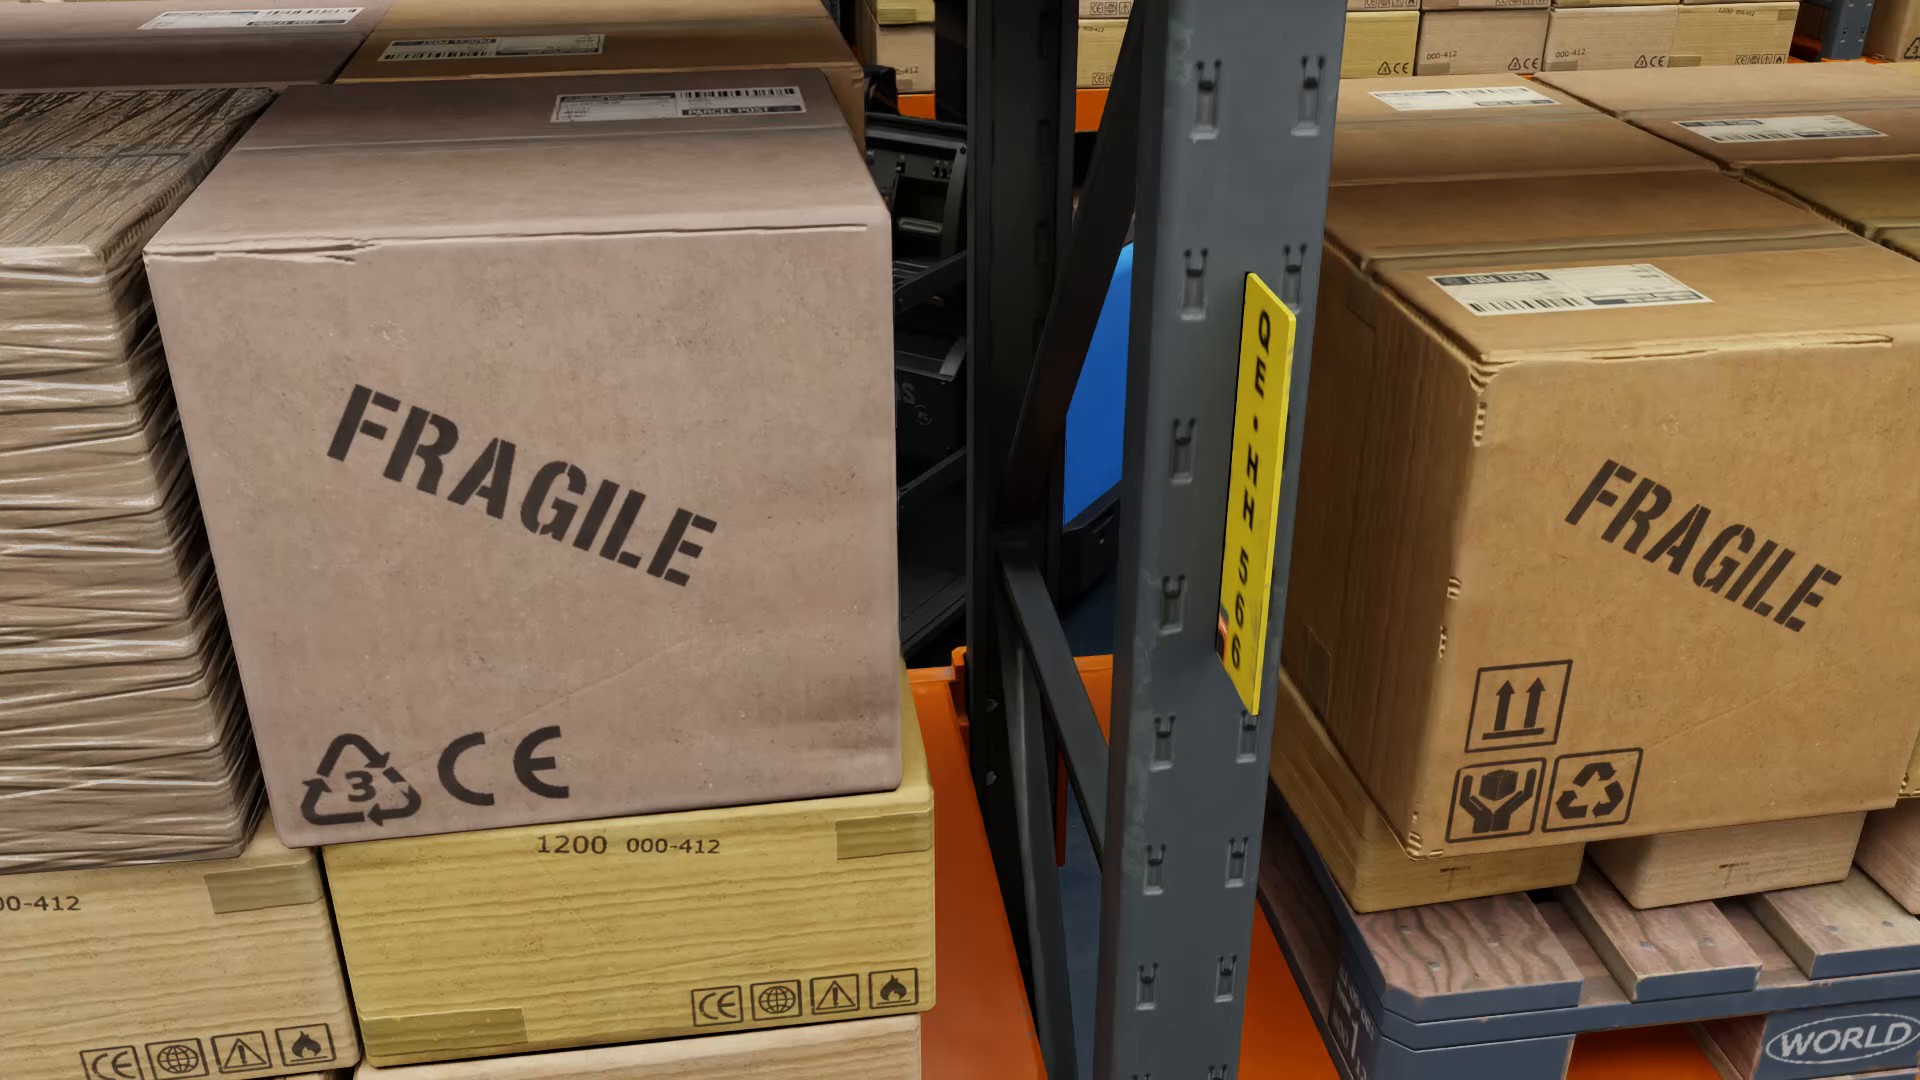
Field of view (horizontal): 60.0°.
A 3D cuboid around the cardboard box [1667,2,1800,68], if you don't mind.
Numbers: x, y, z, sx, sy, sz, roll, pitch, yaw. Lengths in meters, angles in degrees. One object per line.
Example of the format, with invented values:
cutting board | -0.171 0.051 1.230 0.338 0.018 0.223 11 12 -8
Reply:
cardboard box | 2.943 -2.046 6.617 0.500 0.250 0.500 -3 27 -6

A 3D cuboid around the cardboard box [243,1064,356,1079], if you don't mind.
cardboard box | -0.828 0.490 1.673 0.500 0.250 0.500 -3 27 -6

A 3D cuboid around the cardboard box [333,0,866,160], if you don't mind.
cardboard box | -0.382 -0.334 1.910 0.500 0.500 0.500 -5 28 -9

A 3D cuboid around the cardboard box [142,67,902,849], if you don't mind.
cardboard box | -0.335 -0.104 1.461 0.500 0.500 0.500 -4 27 -9

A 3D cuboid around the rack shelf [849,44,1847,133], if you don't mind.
rack shelf | 1.425 -1.816 6.792 4.000 0.370 1.077 -4 27 -7

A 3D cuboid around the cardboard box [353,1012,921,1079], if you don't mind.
cardboard box | -0.325 0.451 1.750 0.500 0.250 0.500 -5 28 -9

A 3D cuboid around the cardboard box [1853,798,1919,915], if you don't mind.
cardboard box | 1.050 0.224 1.844 0.250 0.149 0.380 -5 28 -10

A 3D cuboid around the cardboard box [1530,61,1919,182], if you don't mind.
cardboard box | 1.062 -0.322 2.195 0.500 0.500 0.500 -4 27 -8

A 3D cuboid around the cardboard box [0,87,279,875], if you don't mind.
cardboard box | -0.842 -0.067 1.391 0.500 0.500 0.500 -3 27 -6

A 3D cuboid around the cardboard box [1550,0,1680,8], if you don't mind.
cardboard box | 2.447 -2.236 6.439 0.500 0.250 0.500 -4 27 -8

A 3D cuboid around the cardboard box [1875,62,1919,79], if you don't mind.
cardboard box | 1.562 -0.354 2.259 0.500 0.500 0.500 -6 28 -11

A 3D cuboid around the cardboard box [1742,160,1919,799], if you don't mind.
cardboard box | 1.133 -0.089 1.743 0.500 0.500 0.500 -2 27 -4

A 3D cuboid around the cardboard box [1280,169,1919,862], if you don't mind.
cardboard box | 0.618 -0.053 1.672 0.500 0.500 0.500 -4 27 -9

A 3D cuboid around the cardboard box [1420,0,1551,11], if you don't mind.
cardboard box | 1.940 -2.207 6.381 0.500 0.250 0.500 -3 27 -6

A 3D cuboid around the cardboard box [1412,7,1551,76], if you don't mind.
cardboard box | 1.950 -1.994 6.515 0.500 0.250 0.500 -4 27 -7

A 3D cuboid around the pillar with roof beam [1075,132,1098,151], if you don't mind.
pillar with roof beam | 1.210 -3.222 2.173 0.400 9.000 9.100 -4 27 -7

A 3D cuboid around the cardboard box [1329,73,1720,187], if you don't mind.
cardboard box | 0.551 -0.284 2.122 0.500 0.500 0.500 -4 27 -9

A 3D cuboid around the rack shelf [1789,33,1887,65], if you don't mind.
rack shelf | 5.386 -2.071 7.288 4.000 0.370 1.077 -4 27 -7

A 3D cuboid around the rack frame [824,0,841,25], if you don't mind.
rack frame | -0.555 -2.009 6.380 0.127 3.000 1.000 -4 27 -7

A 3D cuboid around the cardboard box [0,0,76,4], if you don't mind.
cardboard box | -3.087 -1.797 5.653 0.258 0.266 0.396 -2 27 -5

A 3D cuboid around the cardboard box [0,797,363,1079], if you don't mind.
cardboard box | -0.811 0.259 1.576 0.500 0.250 0.500 -4 27 -8

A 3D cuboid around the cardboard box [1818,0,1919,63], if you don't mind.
cardboard box | 3.882 -2.218 6.678 0.500 0.500 0.500 -4 27 -9

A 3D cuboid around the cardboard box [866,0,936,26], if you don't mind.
cardboard box | -0.078 -2.071 6.118 0.500 0.250 0.500 -4 27 -7

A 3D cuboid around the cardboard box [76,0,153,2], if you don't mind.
cardboard box | -2.716 -1.999 5.790 0.500 0.500 0.700 -4 27 -7

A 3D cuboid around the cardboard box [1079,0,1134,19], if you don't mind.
cardboard box | 0.414 -2.114 6.201 0.500 0.250 0.500 -3 27 -5

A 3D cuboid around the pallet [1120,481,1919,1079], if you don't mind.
pallet | 0.831 0.226 2.233 1.003 0.211 1.213 -4 27 -7

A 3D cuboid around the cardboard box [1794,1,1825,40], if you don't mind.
cardboard box | 3.813 -2.459 7.147 0.500 0.500 0.500 -4 27 -7

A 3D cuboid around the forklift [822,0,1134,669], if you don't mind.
forklift | -0.487 -0.913 4.318 1.130 2.935 3.031 16 31 28

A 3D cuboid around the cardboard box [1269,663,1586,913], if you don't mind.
cardboard box | 0.488 0.223 1.845 0.250 0.149 0.380 -5 28 -10

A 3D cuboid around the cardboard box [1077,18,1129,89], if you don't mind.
cardboard box | 0.417 -1.890 6.312 0.500 0.250 0.500 -4 27 -8

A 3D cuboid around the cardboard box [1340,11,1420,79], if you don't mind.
cardboard box | 1.440 -1.958 6.444 0.500 0.250 0.500 -3 27 -5

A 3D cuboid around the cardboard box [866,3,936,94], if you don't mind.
cardboard box | -0.082 -1.860 6.254 0.500 0.250 0.500 -4 27 -7

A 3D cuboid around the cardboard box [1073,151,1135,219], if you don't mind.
cardboard box | 0.710 -1.218 6.979 0.625 0.625 0.875 -3 27 -5

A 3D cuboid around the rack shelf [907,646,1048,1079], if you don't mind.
rack shelf | -1.840 0.682 1.923 4.000 0.370 1.077 -4 27 -7

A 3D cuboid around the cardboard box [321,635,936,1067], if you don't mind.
cardboard box | -0.304 0.225 1.643 0.500 0.250 0.500 -4 27 -7

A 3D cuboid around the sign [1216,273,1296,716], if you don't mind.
sign | 0.221 -0.030 1.254 0.005 0.325 0.100 -4 27 -7

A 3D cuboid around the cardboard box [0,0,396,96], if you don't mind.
cardboard box | -0.872 -0.298 1.840 0.500 0.500 0.500 -4 27 -7

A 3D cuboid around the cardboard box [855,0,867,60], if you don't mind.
cardboard box | -0.146 -2.087 6.695 0.500 0.250 0.500 -4 27 -8

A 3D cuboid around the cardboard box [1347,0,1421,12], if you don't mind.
cardboard box | 1.437 -2.183 6.335 0.500 0.250 0.500 -3 27 -6

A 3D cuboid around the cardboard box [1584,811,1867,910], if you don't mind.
cardboard box | 0.772 0.220 1.850 0.250 0.149 0.380 -5 28 -10

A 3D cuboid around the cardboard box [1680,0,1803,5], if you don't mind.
cardboard box | 2.955 -2.272 6.510 0.500 0.250 0.500 -4 27 -8

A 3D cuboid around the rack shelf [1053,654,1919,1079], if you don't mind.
rack shelf | 2.121 0.427 2.419 4.000 0.370 1.077 -4 27 -7

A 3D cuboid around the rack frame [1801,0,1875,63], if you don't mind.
rack frame | 3.406 -2.263 6.876 0.127 3.000 1.000 -4 27 -7

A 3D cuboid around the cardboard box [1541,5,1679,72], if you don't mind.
cardboard box | 2.446 -2.012 6.550 0.500 0.250 0.500 -4 27 -7
